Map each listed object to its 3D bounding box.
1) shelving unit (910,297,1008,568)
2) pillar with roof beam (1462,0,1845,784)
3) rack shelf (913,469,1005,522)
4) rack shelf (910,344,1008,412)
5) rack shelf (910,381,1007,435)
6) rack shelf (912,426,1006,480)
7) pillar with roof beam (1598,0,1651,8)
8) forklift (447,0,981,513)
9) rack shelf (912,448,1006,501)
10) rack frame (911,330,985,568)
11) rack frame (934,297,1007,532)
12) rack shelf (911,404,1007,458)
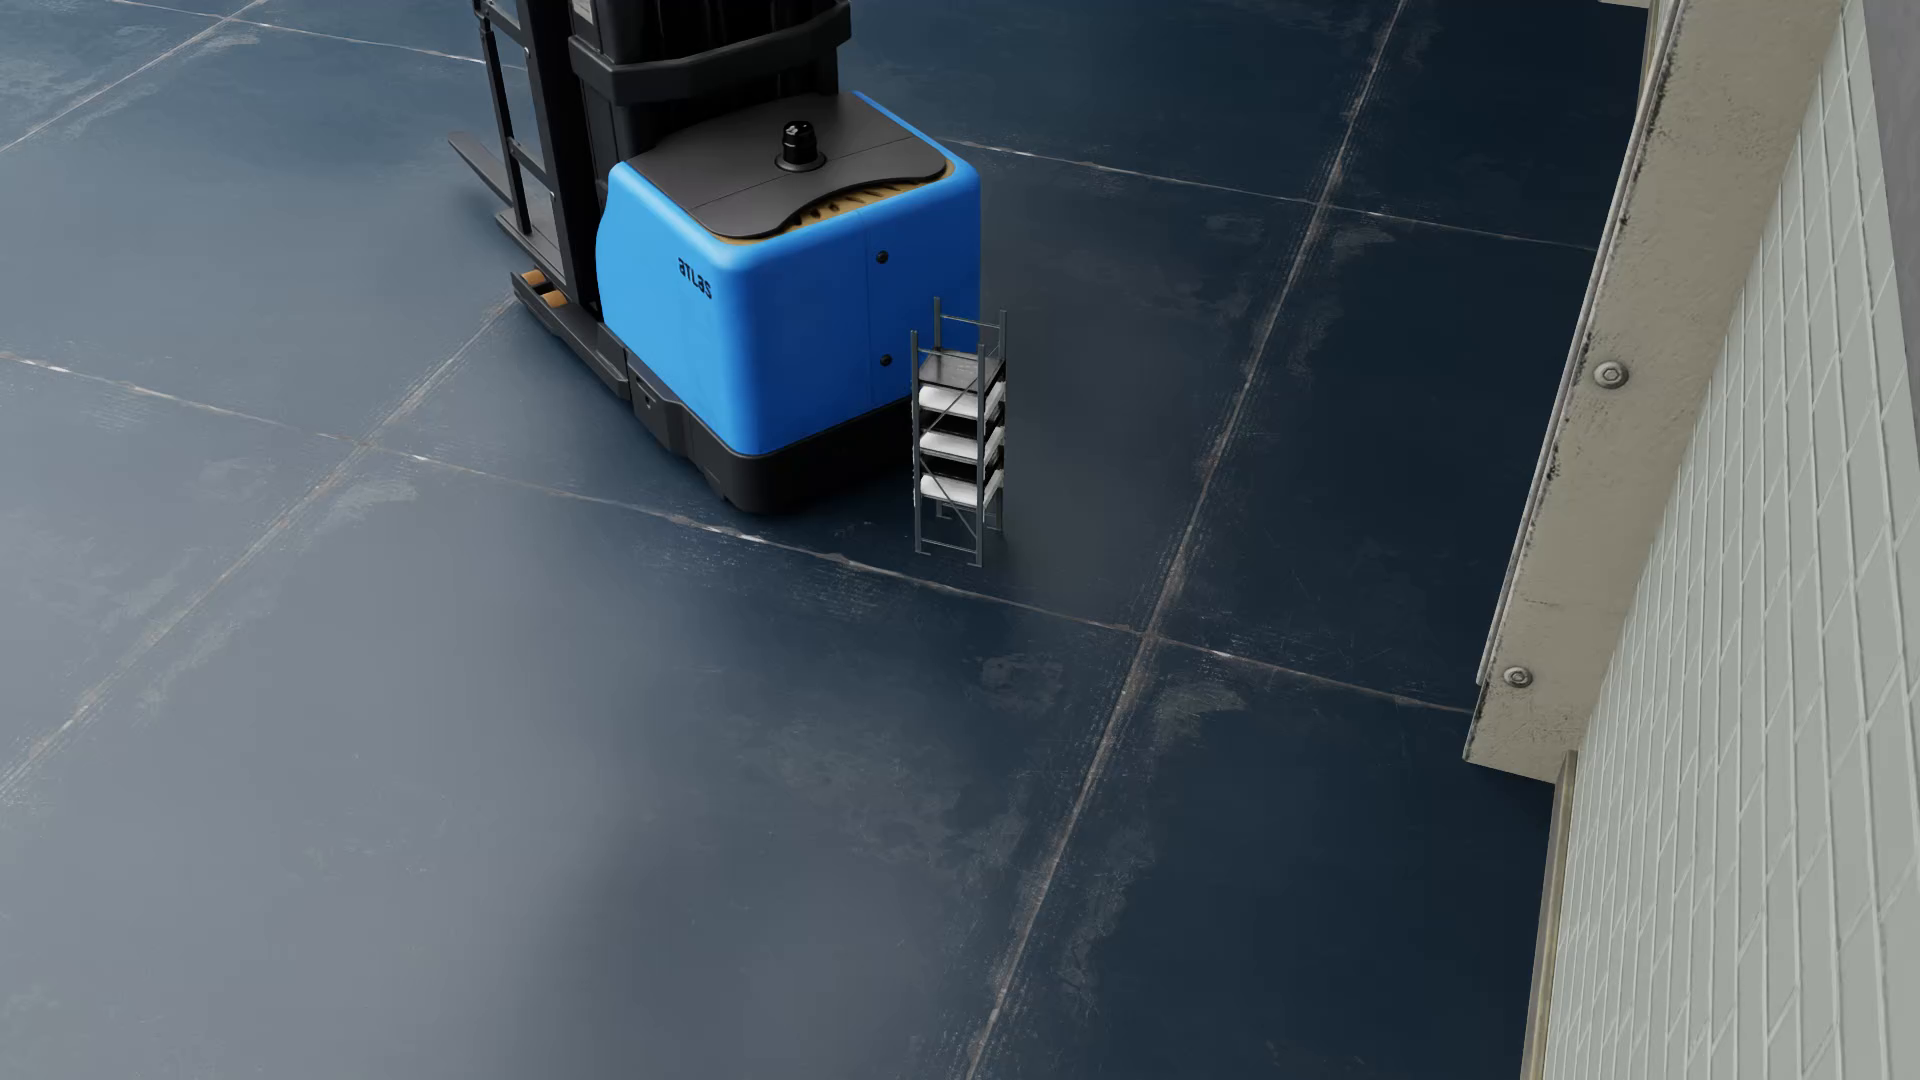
[{"bbox_3d":[-0.003,-0.337,5.452,0.258,0.900,0.210,13,42,15],"label":"shelving unit"},{"bbox_3d":[-2.329,-3.807,3.279,9.100,9.000,0.400,13,42,15],"label":"pillar with roof beam"},{"bbox_3d":[-0.003,-0.175,5.591,0.258,0.077,0.200,13,42,15],"label":"rack shelf"},{"bbox_3d":[-0.003,-0.517,5.299,0.258,0.077,0.200,13,42,15],"label":"rack shelf"},{"bbox_3d":[-0.003,-0.449,5.357,0.258,0.077,0.200,13,42,15],"label":"rack shelf"},{"bbox_3d":[-0.003,-0.312,5.474,0.258,0.077,0.200,13,42,15],"label":"rack shelf"},{"bbox_3d":[-0.277,-7.466,7.568,9.100,9.000,0.400,13,42,15],"label":"pillar with roof beam"},{"bbox_3d":[-1.180,-2.122,5.979,1.130,2.935,3.031,-25,46,-26],"label":"forklift"},{"bbox_3d":[-0.003,-0.244,5.532,0.258,0.077,0.200,13,42,15],"label":"rack shelf"},{"bbox_3d":[-0.038,-0.275,5.379,0.240,0.900,0.006,13,42,15],"label":"rack frame"},{"bbox_3d":[0.032,-0.399,5.525,0.240,0.900,0.006,13,42,15],"label":"rack frame"},{"bbox_3d":[-0.003,-0.381,5.415,0.258,0.077,0.200,13,42,15],"label":"rack shelf"}]
